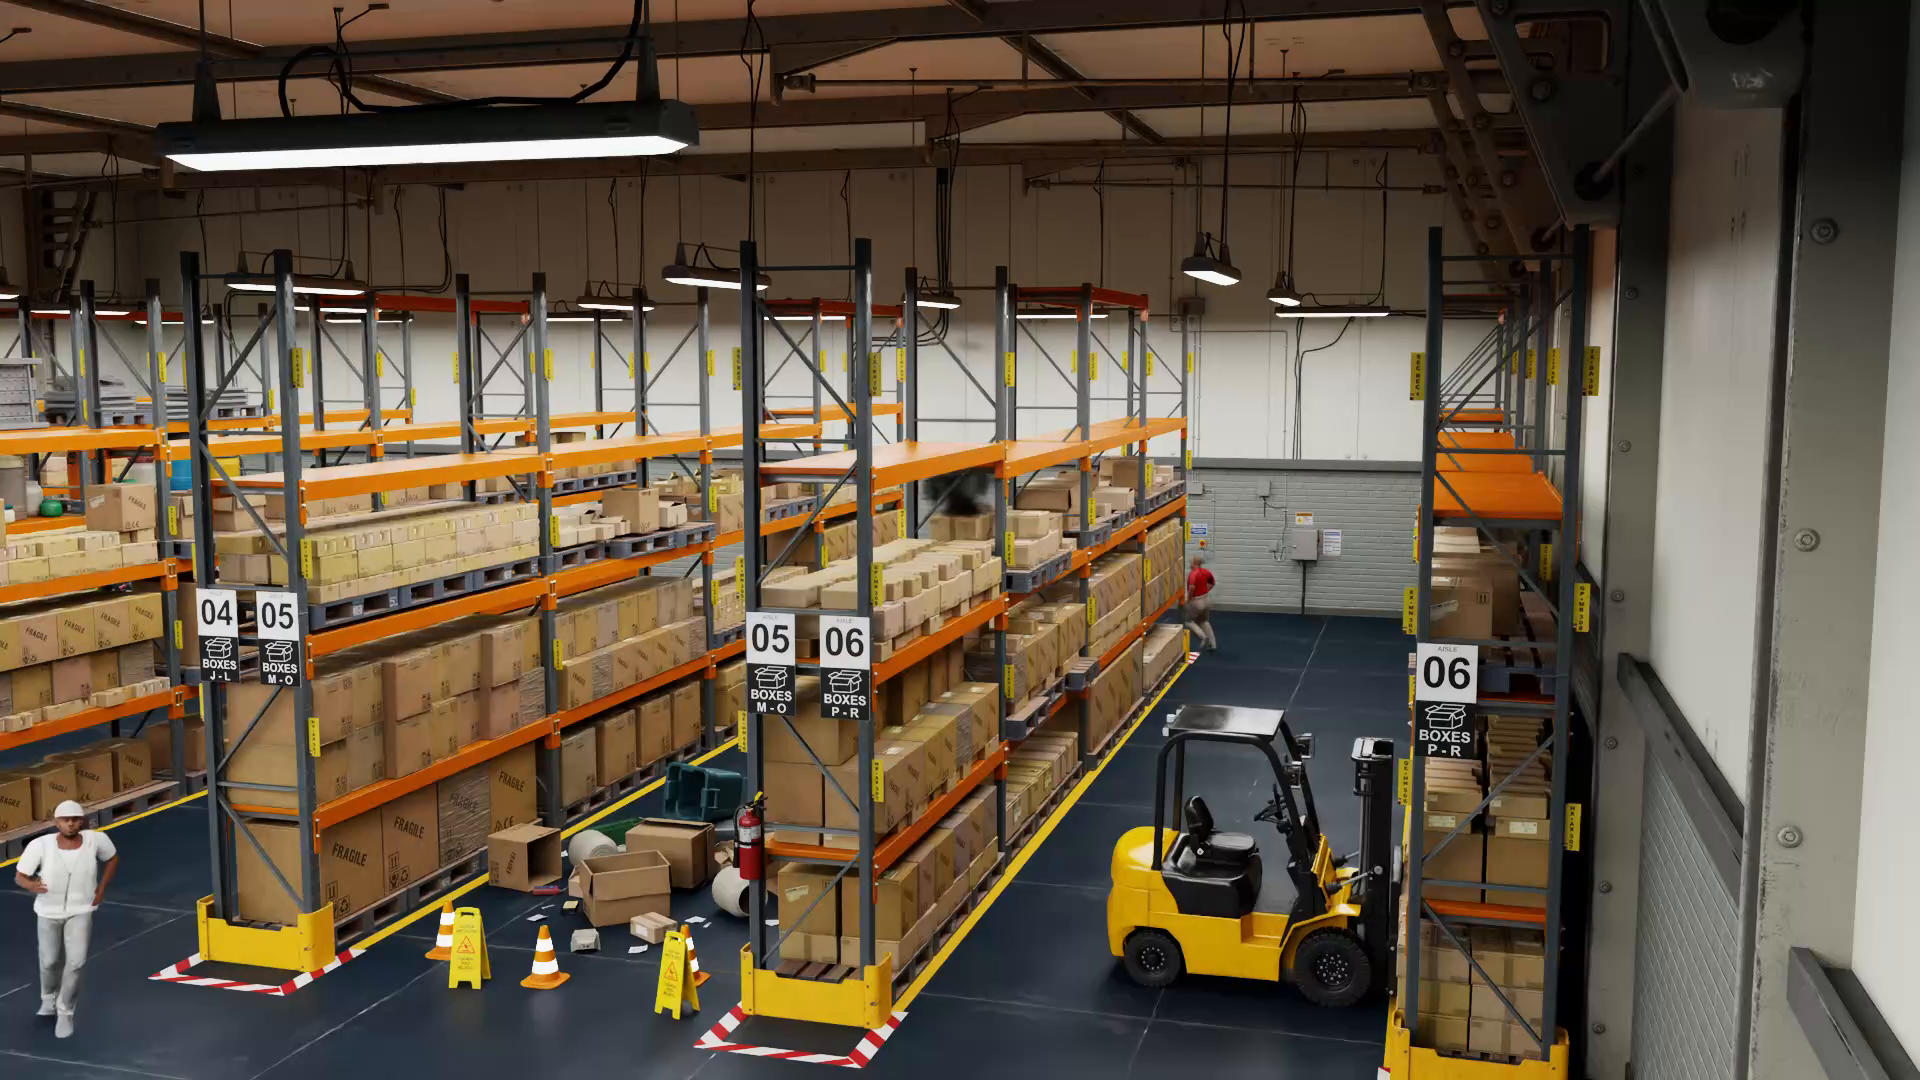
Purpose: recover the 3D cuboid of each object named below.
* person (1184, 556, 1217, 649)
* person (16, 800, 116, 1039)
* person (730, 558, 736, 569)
[{"bbox_3d":[4.112,1.100,28.979,0.719,1.666,0.553,-5,8,-36],"label":"person"},{"bbox_3d":[-6.866,2.883,12.818,0.661,1.819,0.631,-3,7,-23],"label":"person"},{"bbox_3d":[-3.734,1.166,28.141,0.702,1.740,0.700,3,7,24],"label":"person"}]
